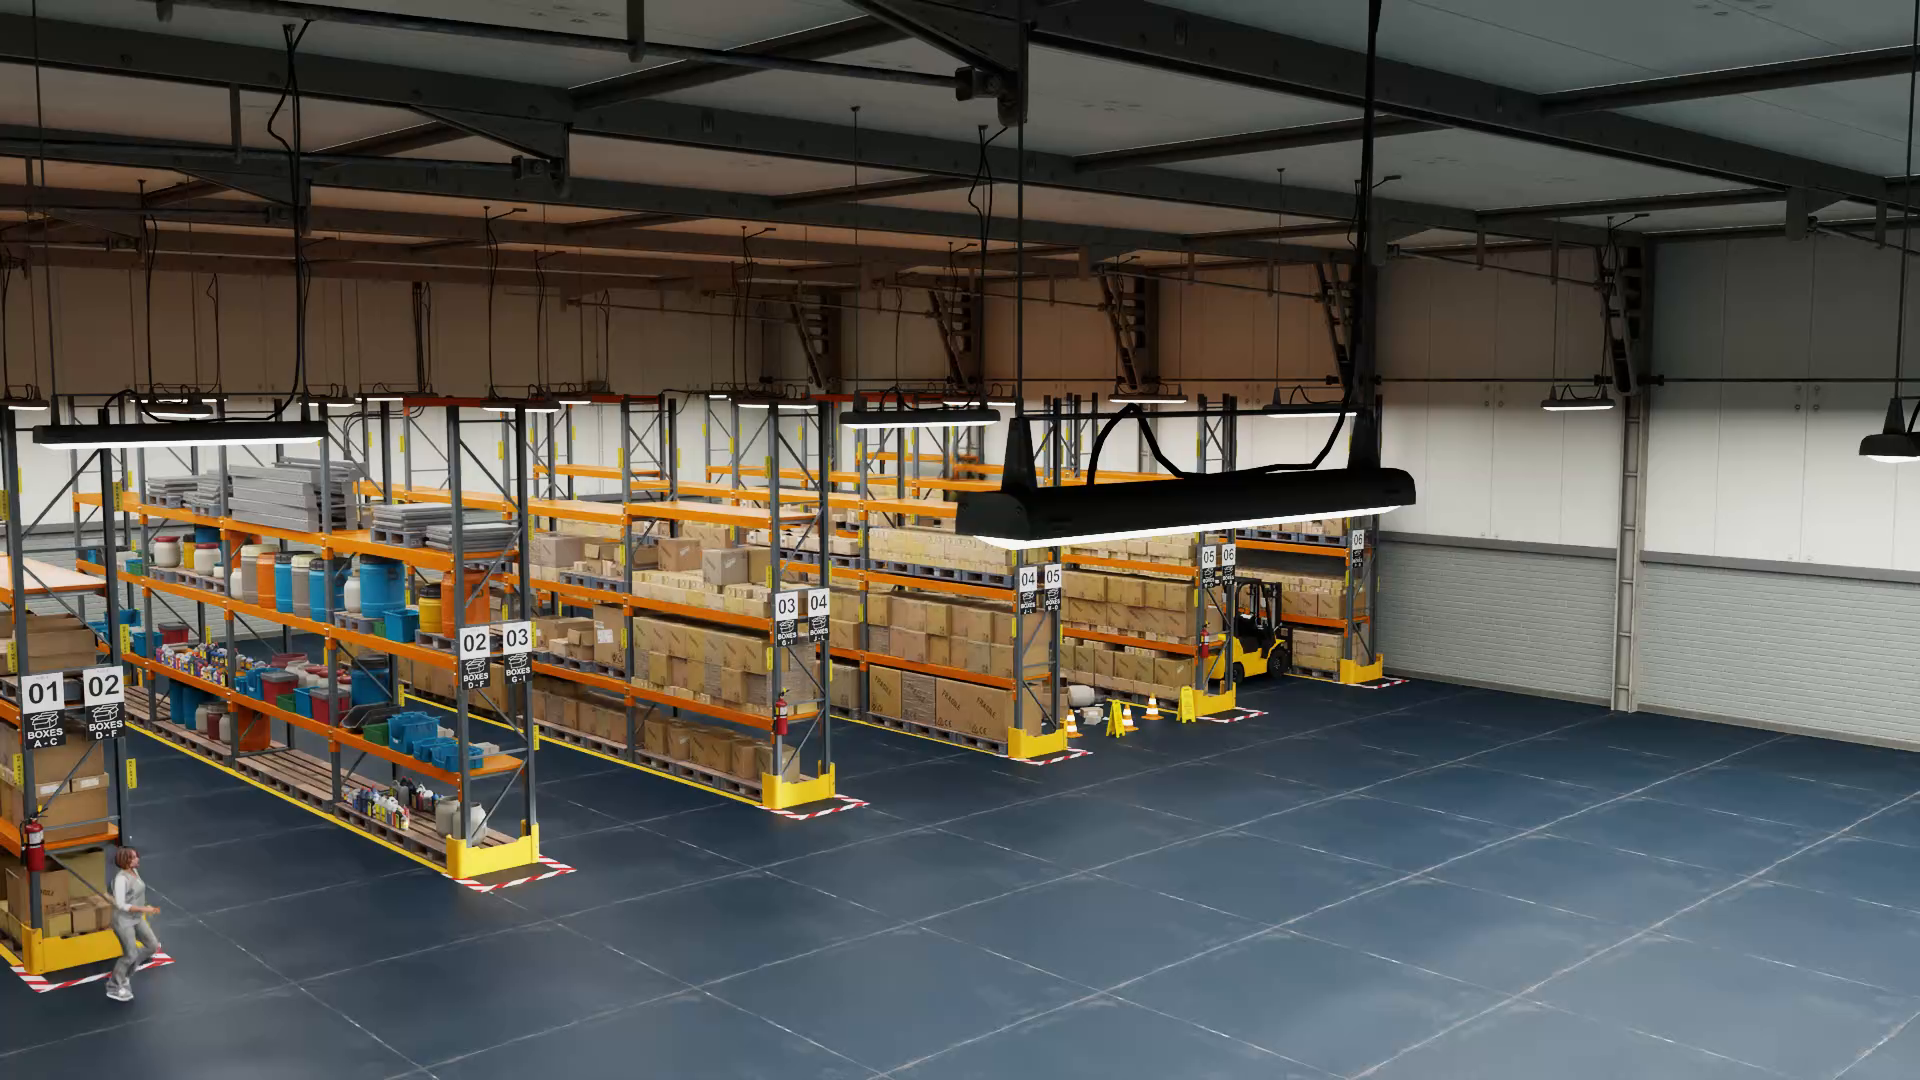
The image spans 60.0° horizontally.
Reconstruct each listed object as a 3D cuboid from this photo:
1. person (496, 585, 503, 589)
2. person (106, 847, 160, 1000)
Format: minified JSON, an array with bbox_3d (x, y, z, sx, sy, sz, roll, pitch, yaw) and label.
[{"bbox_3d":[-10.649,1.841,38.309,0.632,1.598,0.549,-2,6,-24],"label":"person"},{"bbox_3d":[-8.451,3.906,17.012,0.574,1.573,0.571,-1,6,-6],"label":"person"}]
